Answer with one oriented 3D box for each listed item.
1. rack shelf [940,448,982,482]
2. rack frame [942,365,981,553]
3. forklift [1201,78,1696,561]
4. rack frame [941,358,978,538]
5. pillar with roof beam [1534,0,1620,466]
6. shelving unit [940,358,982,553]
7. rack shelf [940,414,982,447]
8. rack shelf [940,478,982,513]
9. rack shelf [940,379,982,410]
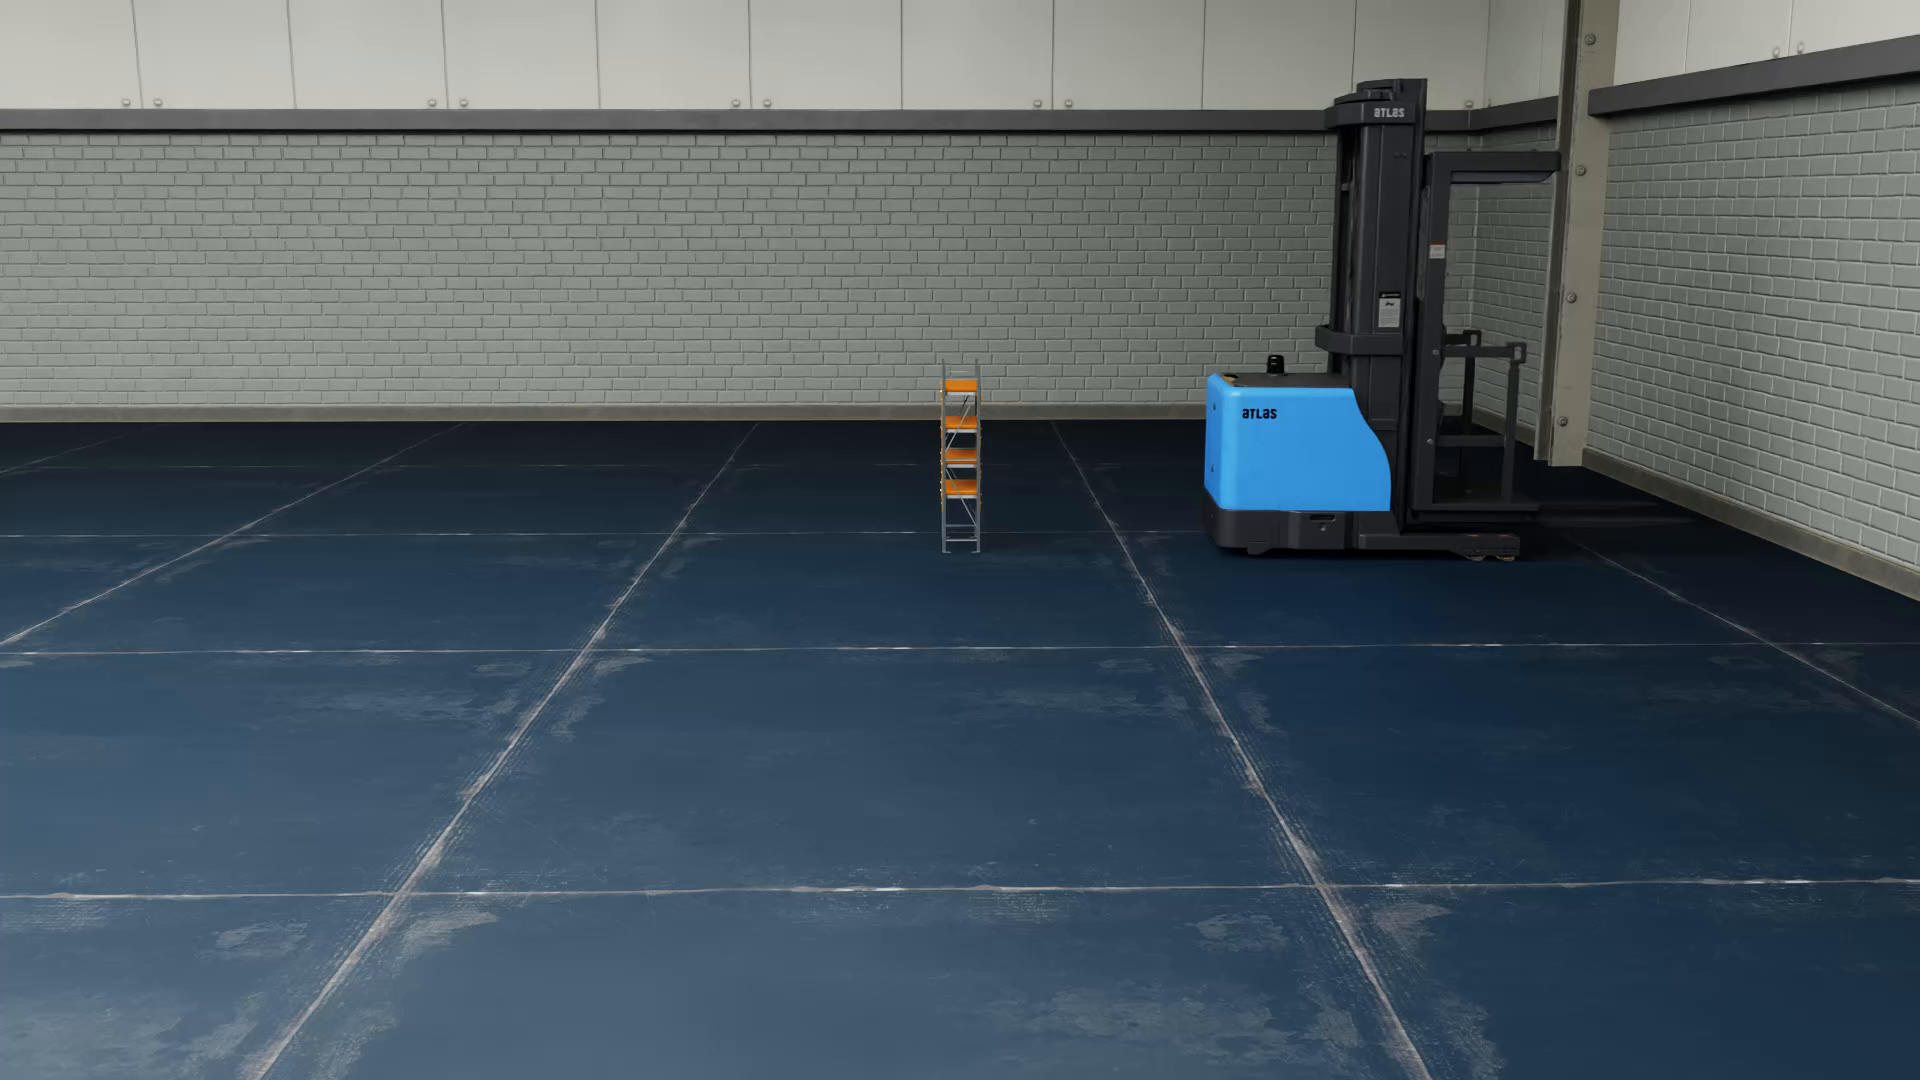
[{"bbox_3d":[0.003,-0.489,10.791,0.258,0.148,0.480,0,11,-1],"label":"rack shelf"},{"bbox_3d":[0.008,-0.507,10.539,0.240,1.200,0.015,0,11,-1],"label":"rack frame"},{"bbox_3d":[3.153,-1.411,10.644,3.031,2.935,1.130,0,11,2],"label":"forklift"},{"bbox_3d":[-0.002,-0.604,11.017,0.240,1.200,0.015,0,11,-1],"label":"rack frame"},{"bbox_3d":[0.871,-5.063,13.380,9.100,9.000,0.400,0,11,-1],"label":"pillar with roof beam"},{"bbox_3d":[0.003,-0.555,10.778,0.258,1.200,0.503,0,11,-1],"label":"shelving unit"},{"bbox_3d":[0.003,-0.708,10.747,0.258,0.148,0.480,0,11,-1],"label":"rack shelf"},{"bbox_3d":[0.003,-0.295,10.830,0.258,0.148,0.480,0,11,-1],"label":"rack shelf"},{"bbox_3d":[0.003,-0.940,10.699,0.258,0.148,0.480,0,11,-1],"label":"rack shelf"}]
